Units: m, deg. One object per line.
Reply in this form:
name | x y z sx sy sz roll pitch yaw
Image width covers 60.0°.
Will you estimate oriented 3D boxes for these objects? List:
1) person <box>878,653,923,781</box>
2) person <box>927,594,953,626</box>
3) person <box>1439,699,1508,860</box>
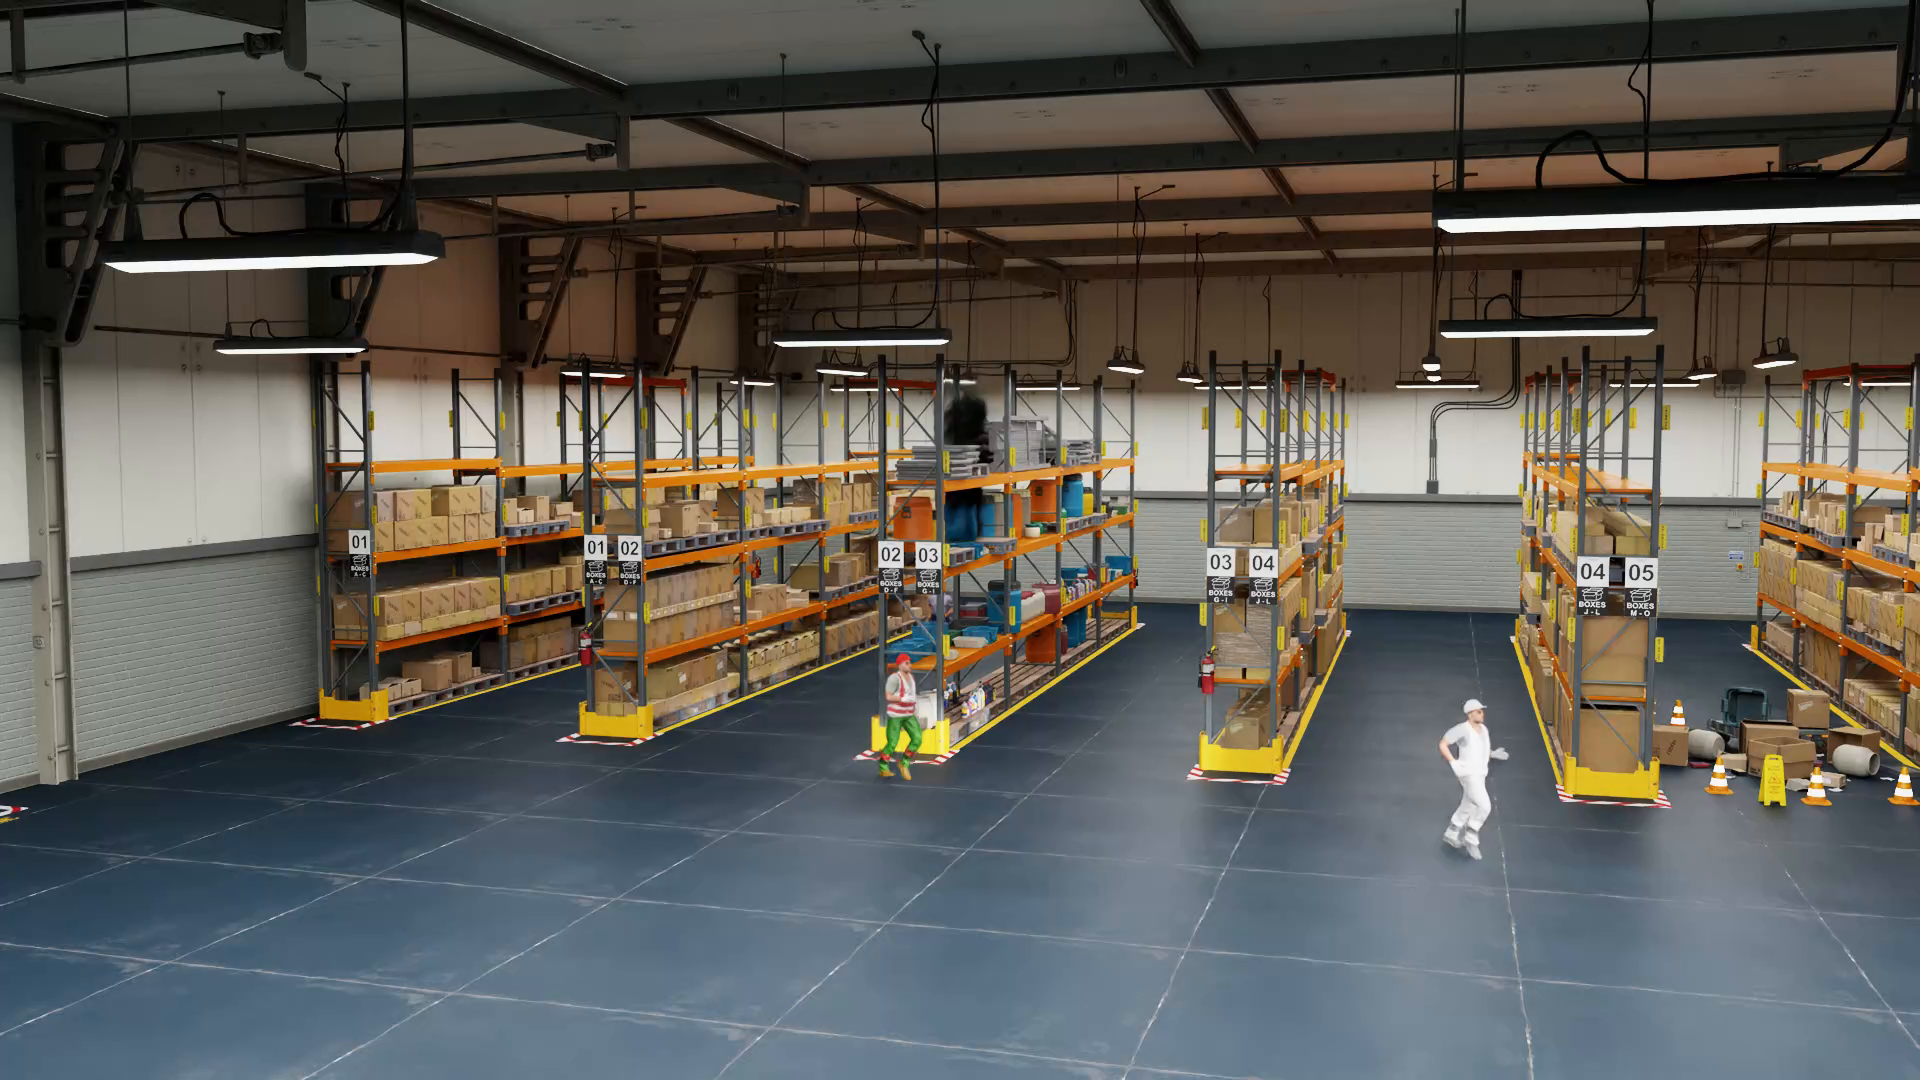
person | -0.770 2.466 23.148 0.657 1.786 0.753 -4 5 -41
person | -0.426 1.712 35.046 0.592 1.583 0.575 0 4 4
person | 5.916 2.748 19.172 0.632 1.827 0.752 -4 6 -42
